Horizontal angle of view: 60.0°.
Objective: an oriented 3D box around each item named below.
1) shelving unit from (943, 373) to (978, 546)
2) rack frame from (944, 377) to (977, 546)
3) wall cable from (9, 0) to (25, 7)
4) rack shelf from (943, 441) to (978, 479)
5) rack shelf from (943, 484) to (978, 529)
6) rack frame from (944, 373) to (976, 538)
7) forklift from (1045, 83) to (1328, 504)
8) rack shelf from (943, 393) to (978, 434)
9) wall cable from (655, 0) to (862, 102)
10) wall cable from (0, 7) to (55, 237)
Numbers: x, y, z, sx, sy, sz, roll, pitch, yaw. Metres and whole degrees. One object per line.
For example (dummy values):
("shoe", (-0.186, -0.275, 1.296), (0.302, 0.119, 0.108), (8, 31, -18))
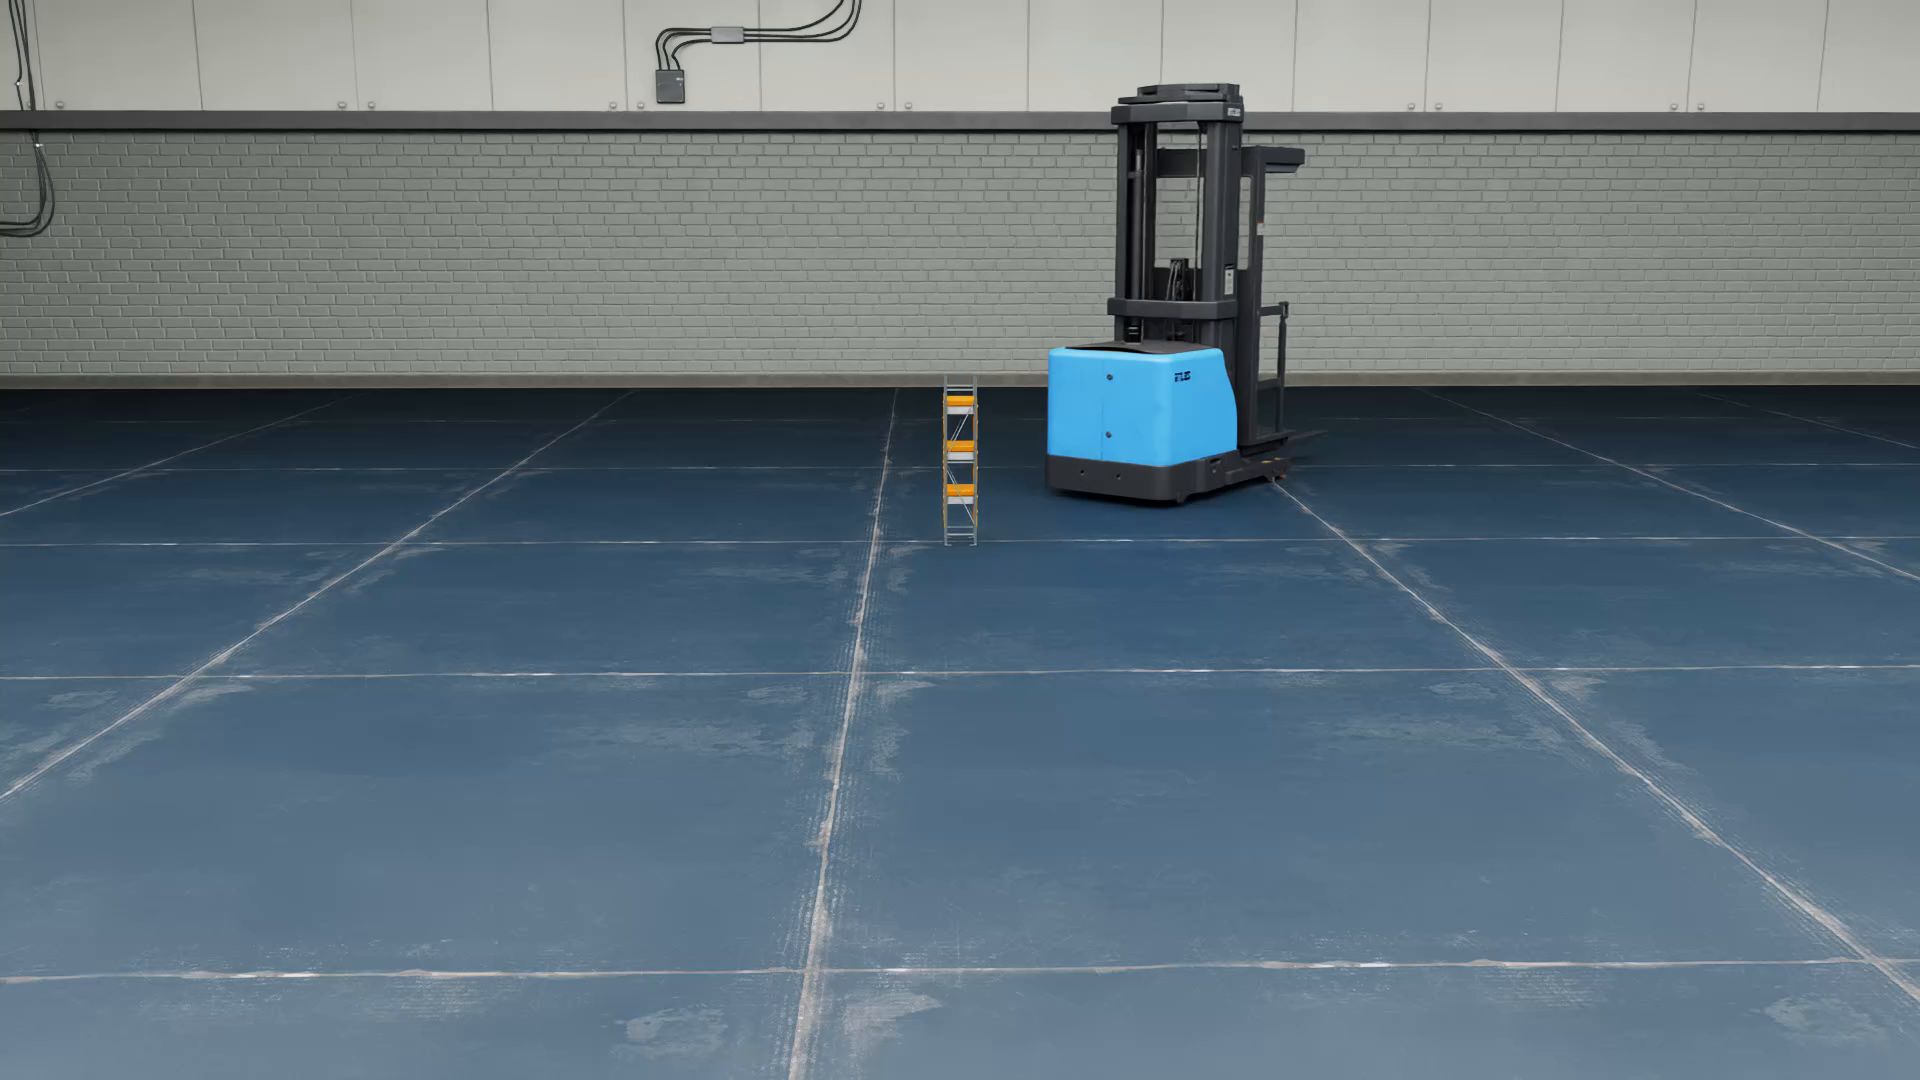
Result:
("shelving unit", (0.001, -0.504, 10.402), (0.215, 1.050, 0.252), (0, 11, -1))
("rack frame", (0.004, -0.480, 10.283), (0.200, 1.050, 0.008), (0, 11, -1))
("wall cable", (-9.019, -7.099, 18.025), (3.097, 2.526, 0.112), (0, 11, -1))
("rack shelf", (0.001, -0.494, 10.404), (0.215, 0.259, 0.240), (0, 11, -1))
("rack shelf", (0.001, -0.221, 10.460), (0.215, 0.259, 0.240), (0, 11, -1))
("rack frame", (-0.001, -0.528, 10.522), (0.200, 1.050, 0.008), (0, 11, -1))
("forklift", (1.911, -1.934, 12.718), (1.130, 2.935, 3.031), (9, 14, 36))
("rack shelf", (0.001, -0.772, 10.348), (0.215, 0.259, 0.240), (0, 11, -1))
("wall cable", (-2.232, -7.837, 18.003), (2.305, 6.003, 0.169), (0, 11, -1))
("wall cable", (-11.724, -4.613, 18.473), (3.097, 2.526, 0.112), (0, 11, -1))
